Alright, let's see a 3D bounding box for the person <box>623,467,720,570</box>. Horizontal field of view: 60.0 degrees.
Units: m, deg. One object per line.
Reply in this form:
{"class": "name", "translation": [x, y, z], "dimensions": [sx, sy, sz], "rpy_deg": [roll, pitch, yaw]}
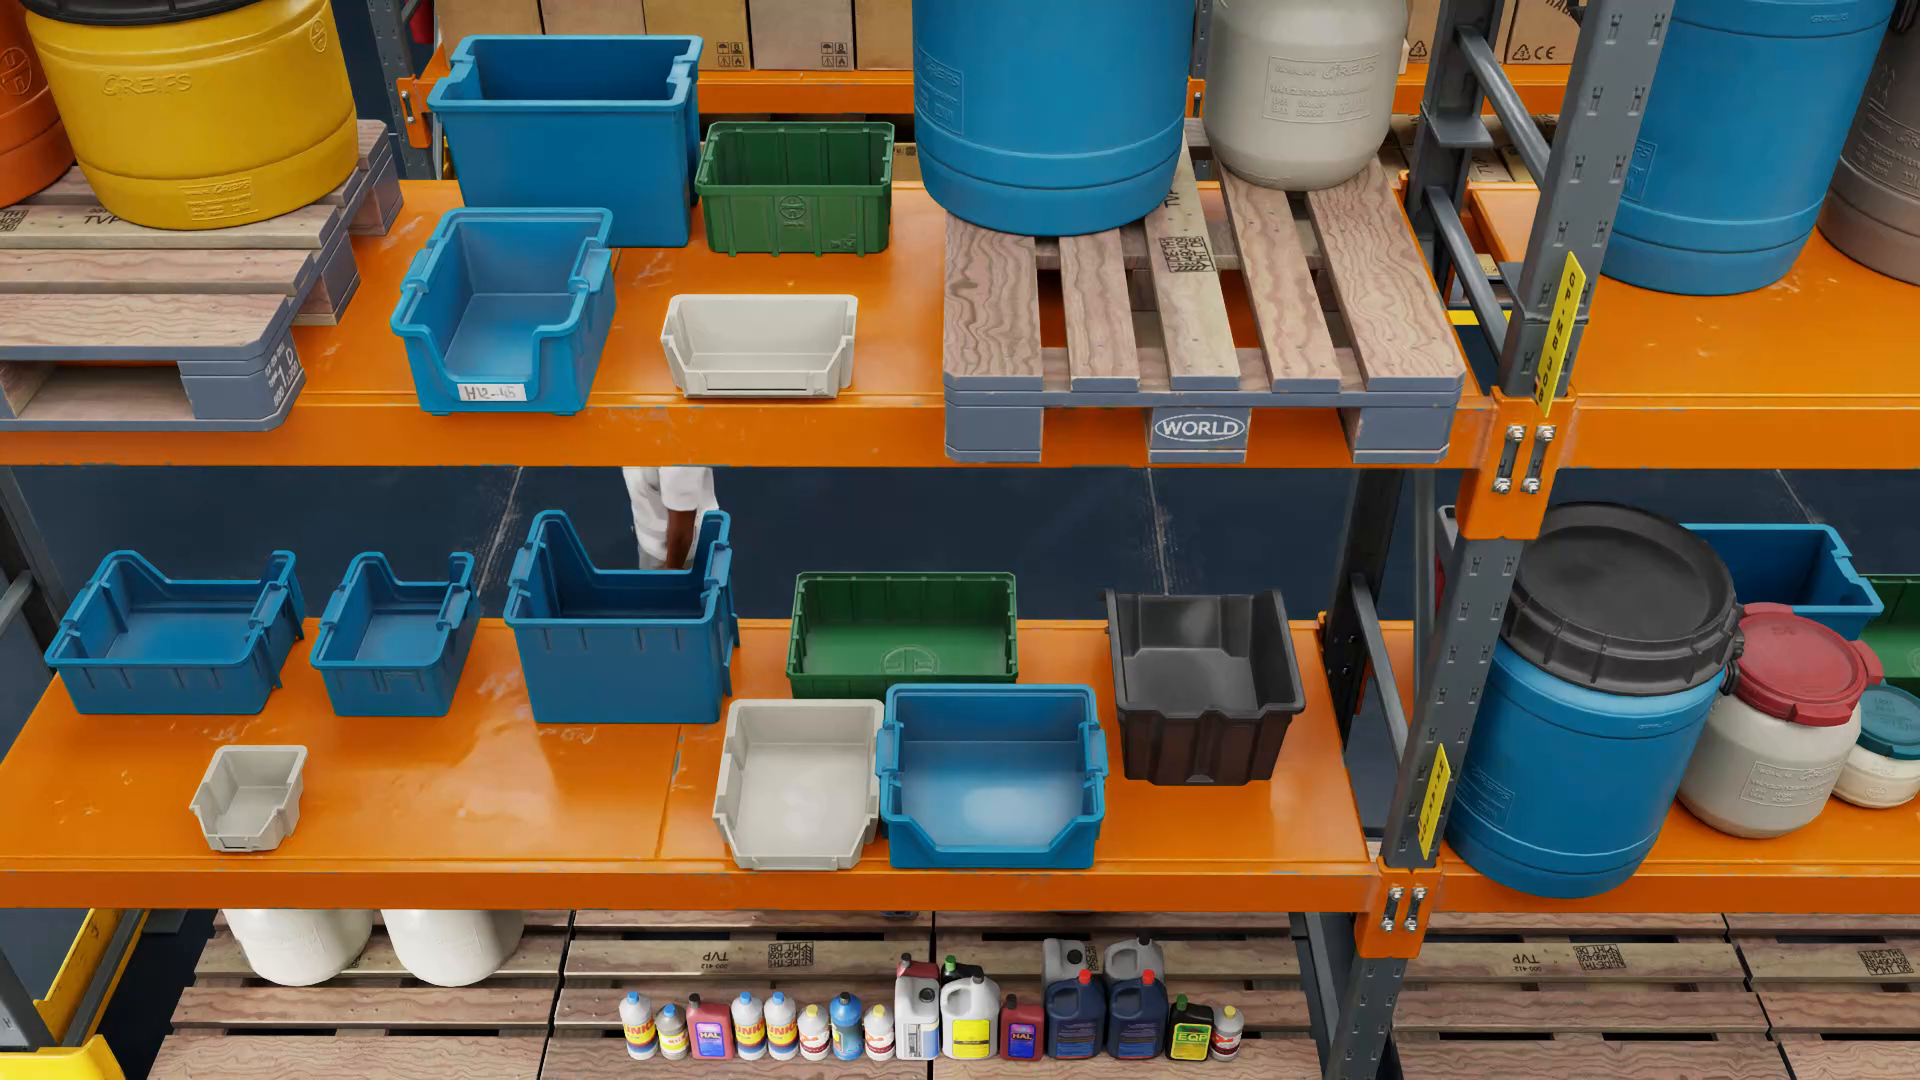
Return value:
{"class": "person", "translation": [-1.082, -0.016, 6.176], "dimensions": [0.396, 1.746, 0.578], "rpy_deg": [-12, 41, -14]}
